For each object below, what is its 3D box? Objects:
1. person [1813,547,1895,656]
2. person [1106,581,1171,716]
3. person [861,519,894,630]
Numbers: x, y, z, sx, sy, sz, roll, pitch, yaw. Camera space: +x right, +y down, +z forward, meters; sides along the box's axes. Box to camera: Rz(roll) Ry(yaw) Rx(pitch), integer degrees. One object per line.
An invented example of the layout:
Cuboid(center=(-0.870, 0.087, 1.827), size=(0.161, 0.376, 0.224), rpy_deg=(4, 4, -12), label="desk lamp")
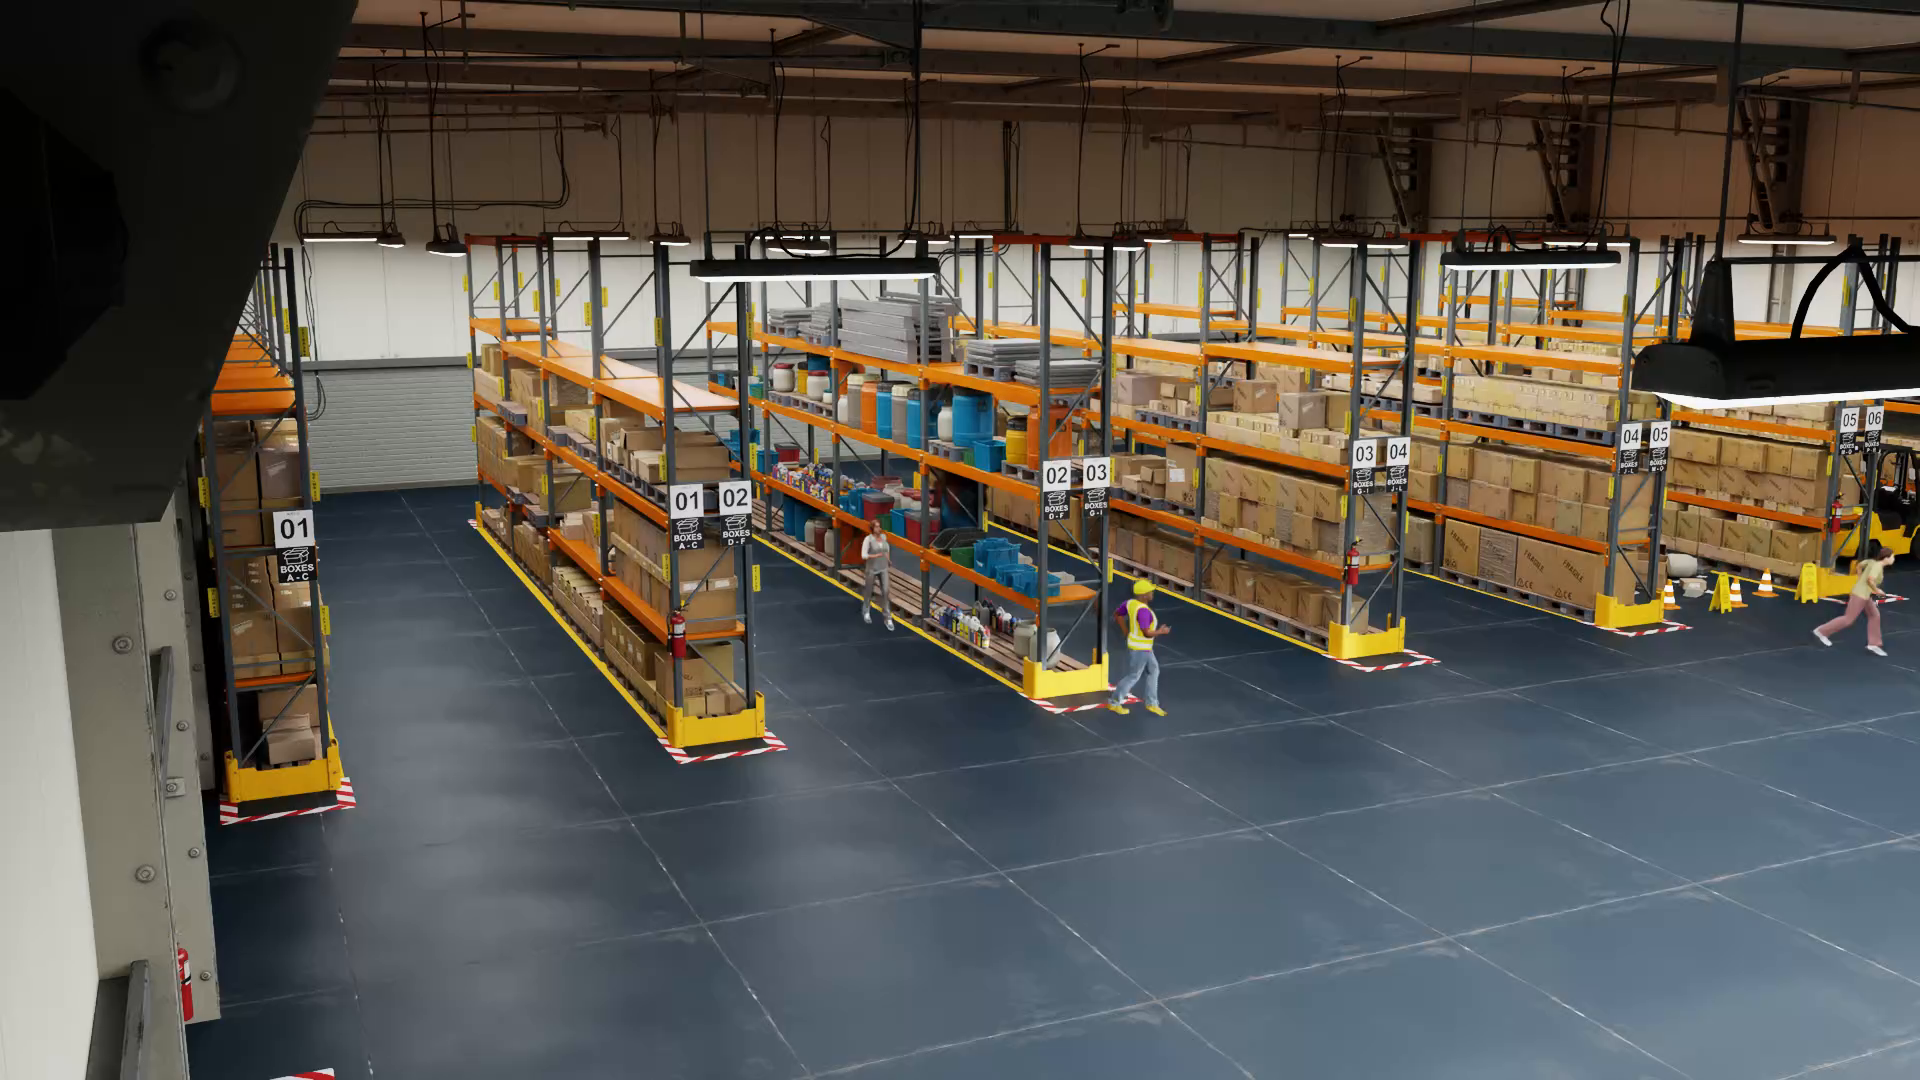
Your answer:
Cuboid(center=(13.174, 0.883, 24.485), size=(1.003, 1.625, 0.614), rpy_deg=(3, 12, 17), label="person")
Cuboid(center=(2.275, 1.409, 21.187), size=(0.807, 1.816, 0.679), rpy_deg=(0, 11, -1), label="person")
Cuboid(center=(-1.232, 0.483, 24.755), size=(0.533, 1.610, 0.797), rpy_deg=(-5, 12, -25), label="person")
